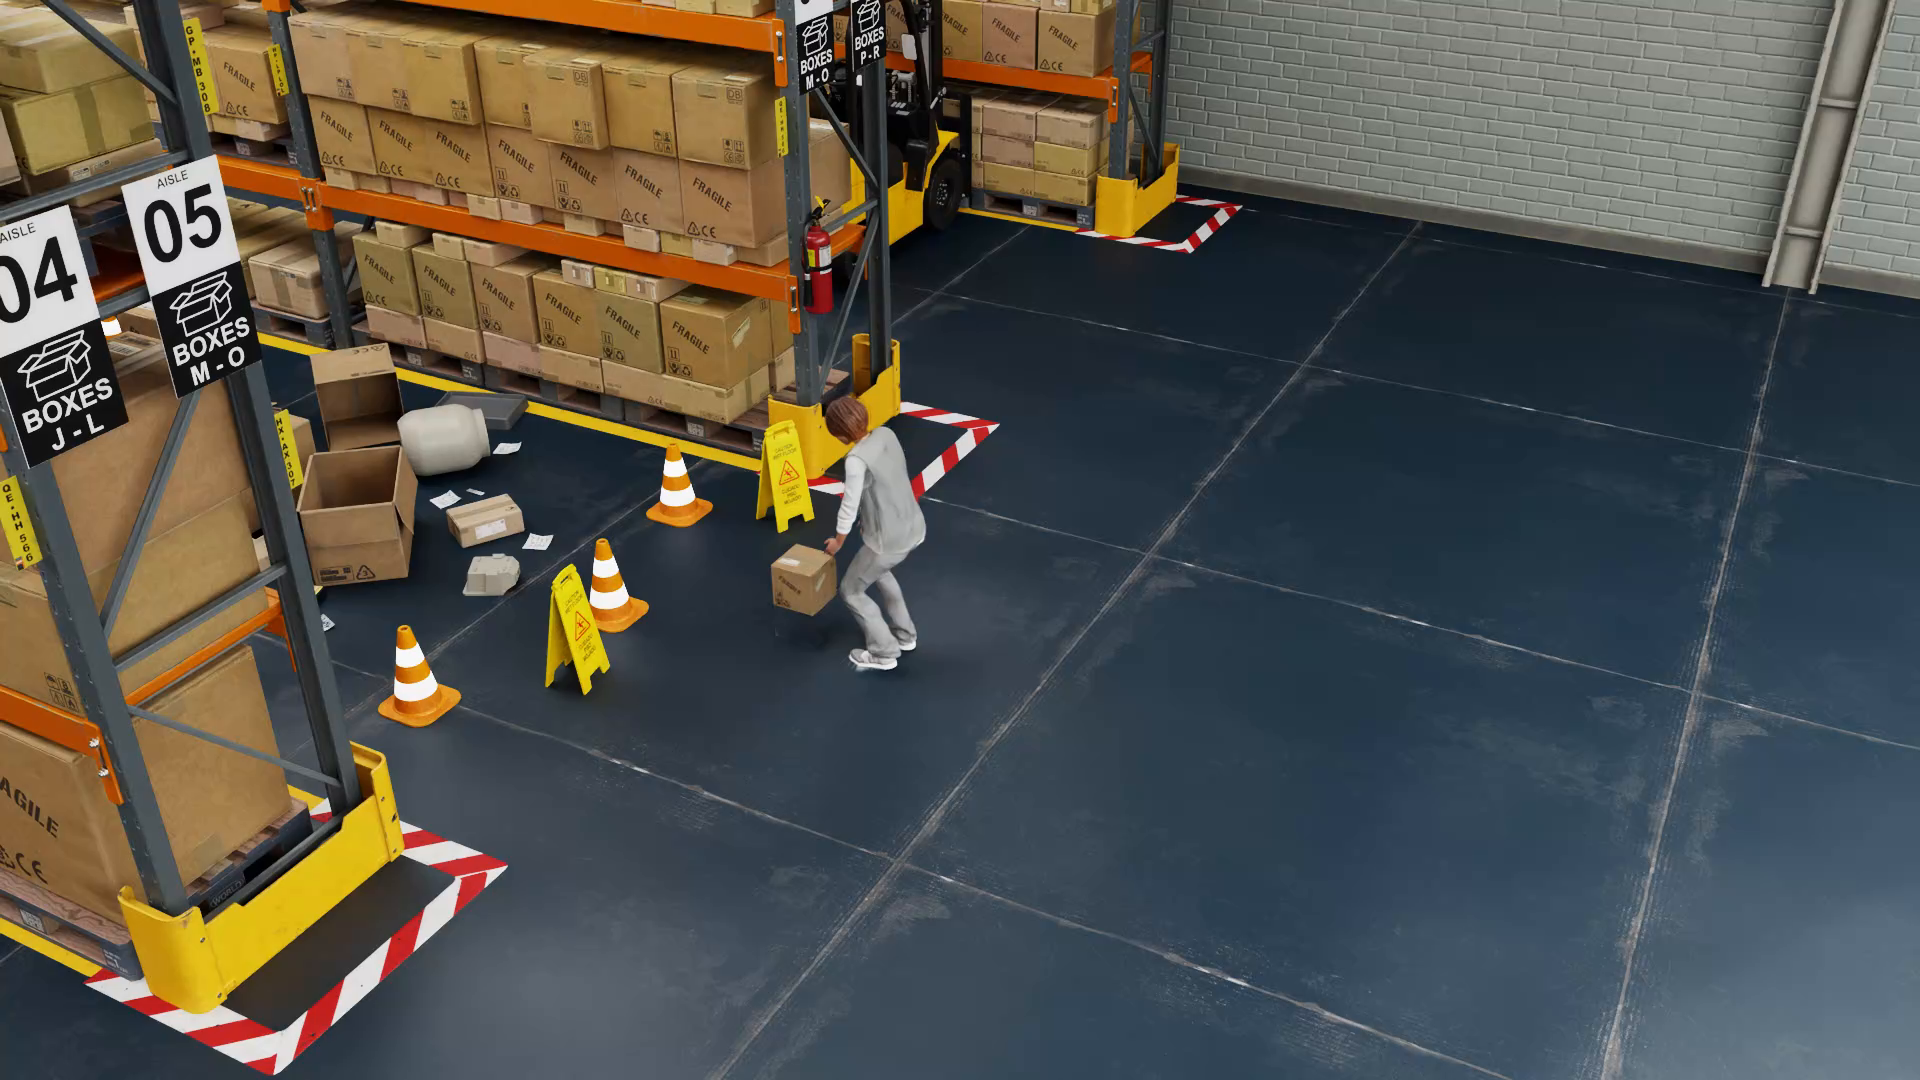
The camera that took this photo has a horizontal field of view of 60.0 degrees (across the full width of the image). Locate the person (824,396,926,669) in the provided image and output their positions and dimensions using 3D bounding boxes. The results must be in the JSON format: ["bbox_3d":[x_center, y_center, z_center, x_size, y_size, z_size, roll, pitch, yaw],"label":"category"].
[{"bbox_3d":[-0.436,-0.020,8.447,0.497,1.482,0.447,15,34,24],"label":"person"}]
